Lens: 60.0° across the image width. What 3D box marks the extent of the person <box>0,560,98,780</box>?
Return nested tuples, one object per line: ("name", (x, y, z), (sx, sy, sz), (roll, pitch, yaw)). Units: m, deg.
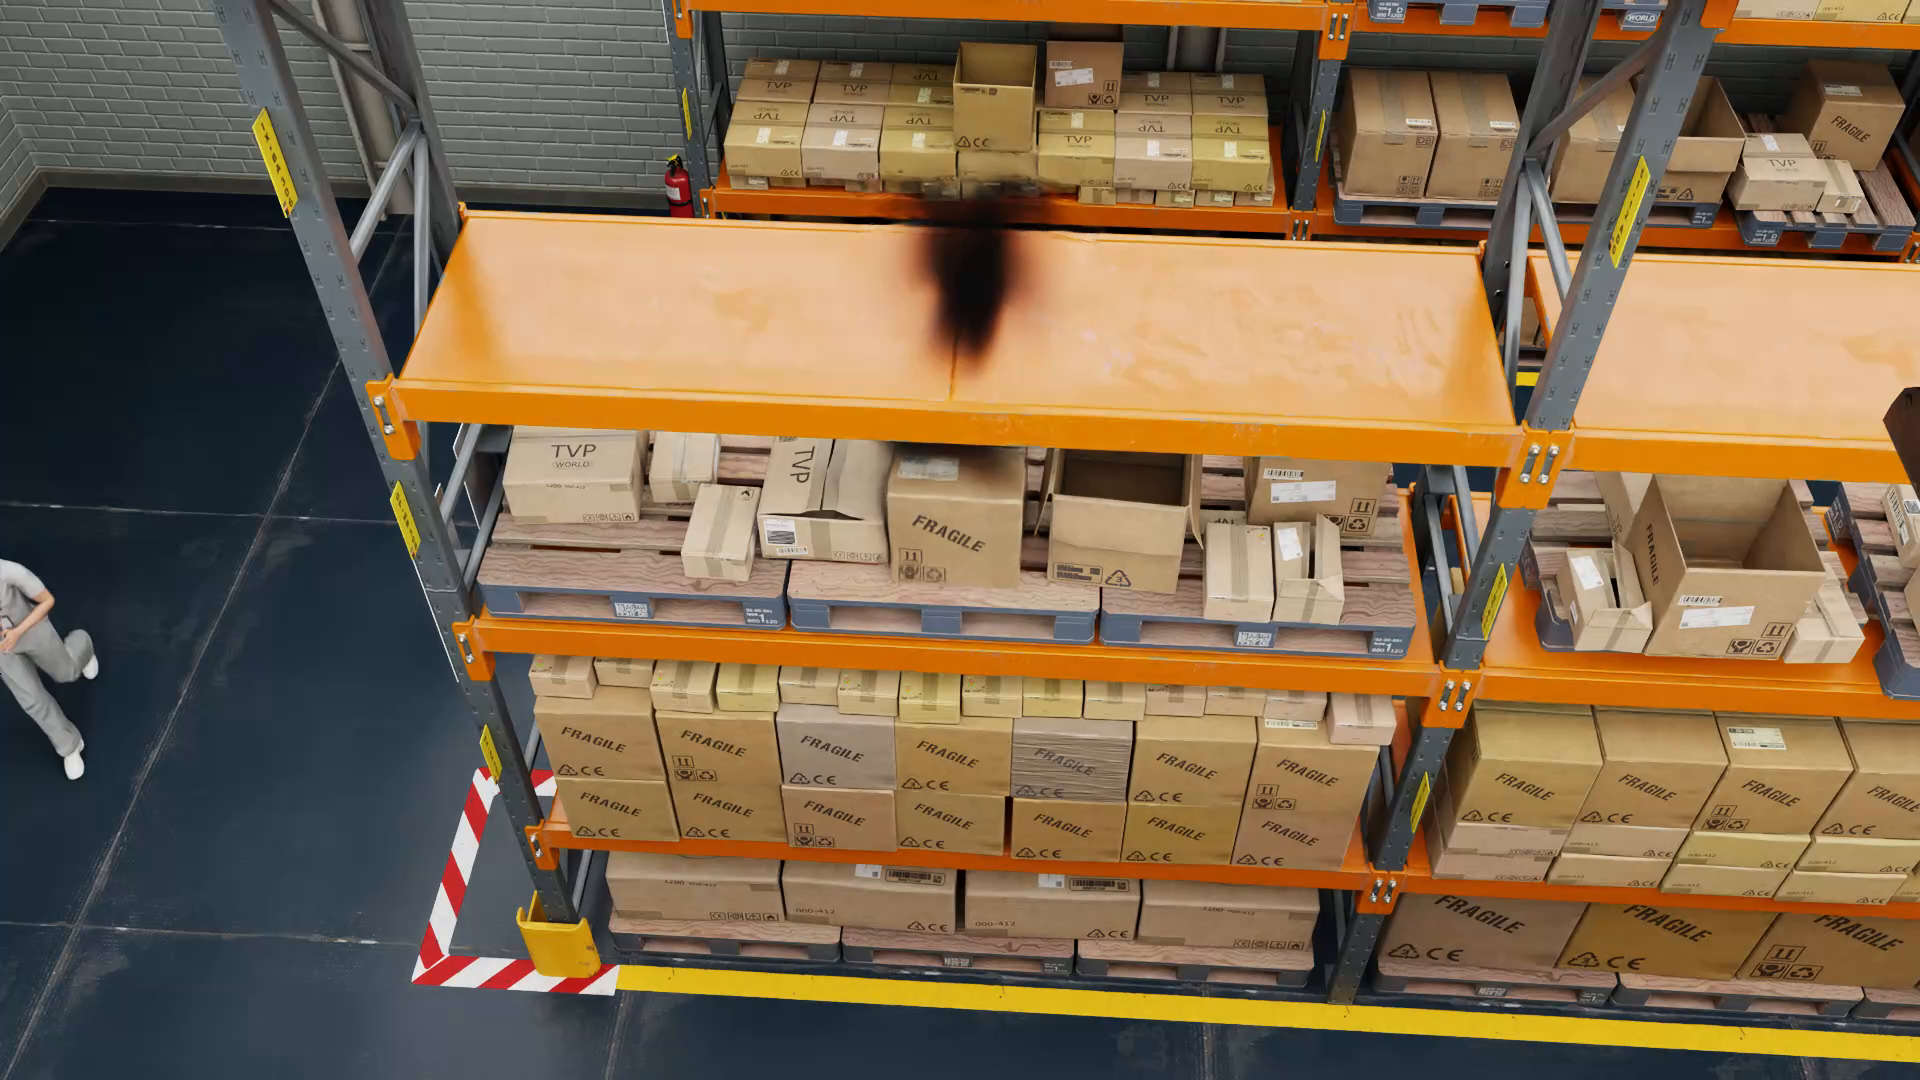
("person", (-5.165, 0.507, 9.141), (0.575, 1.649, 0.907), (-10, 49, -9))
